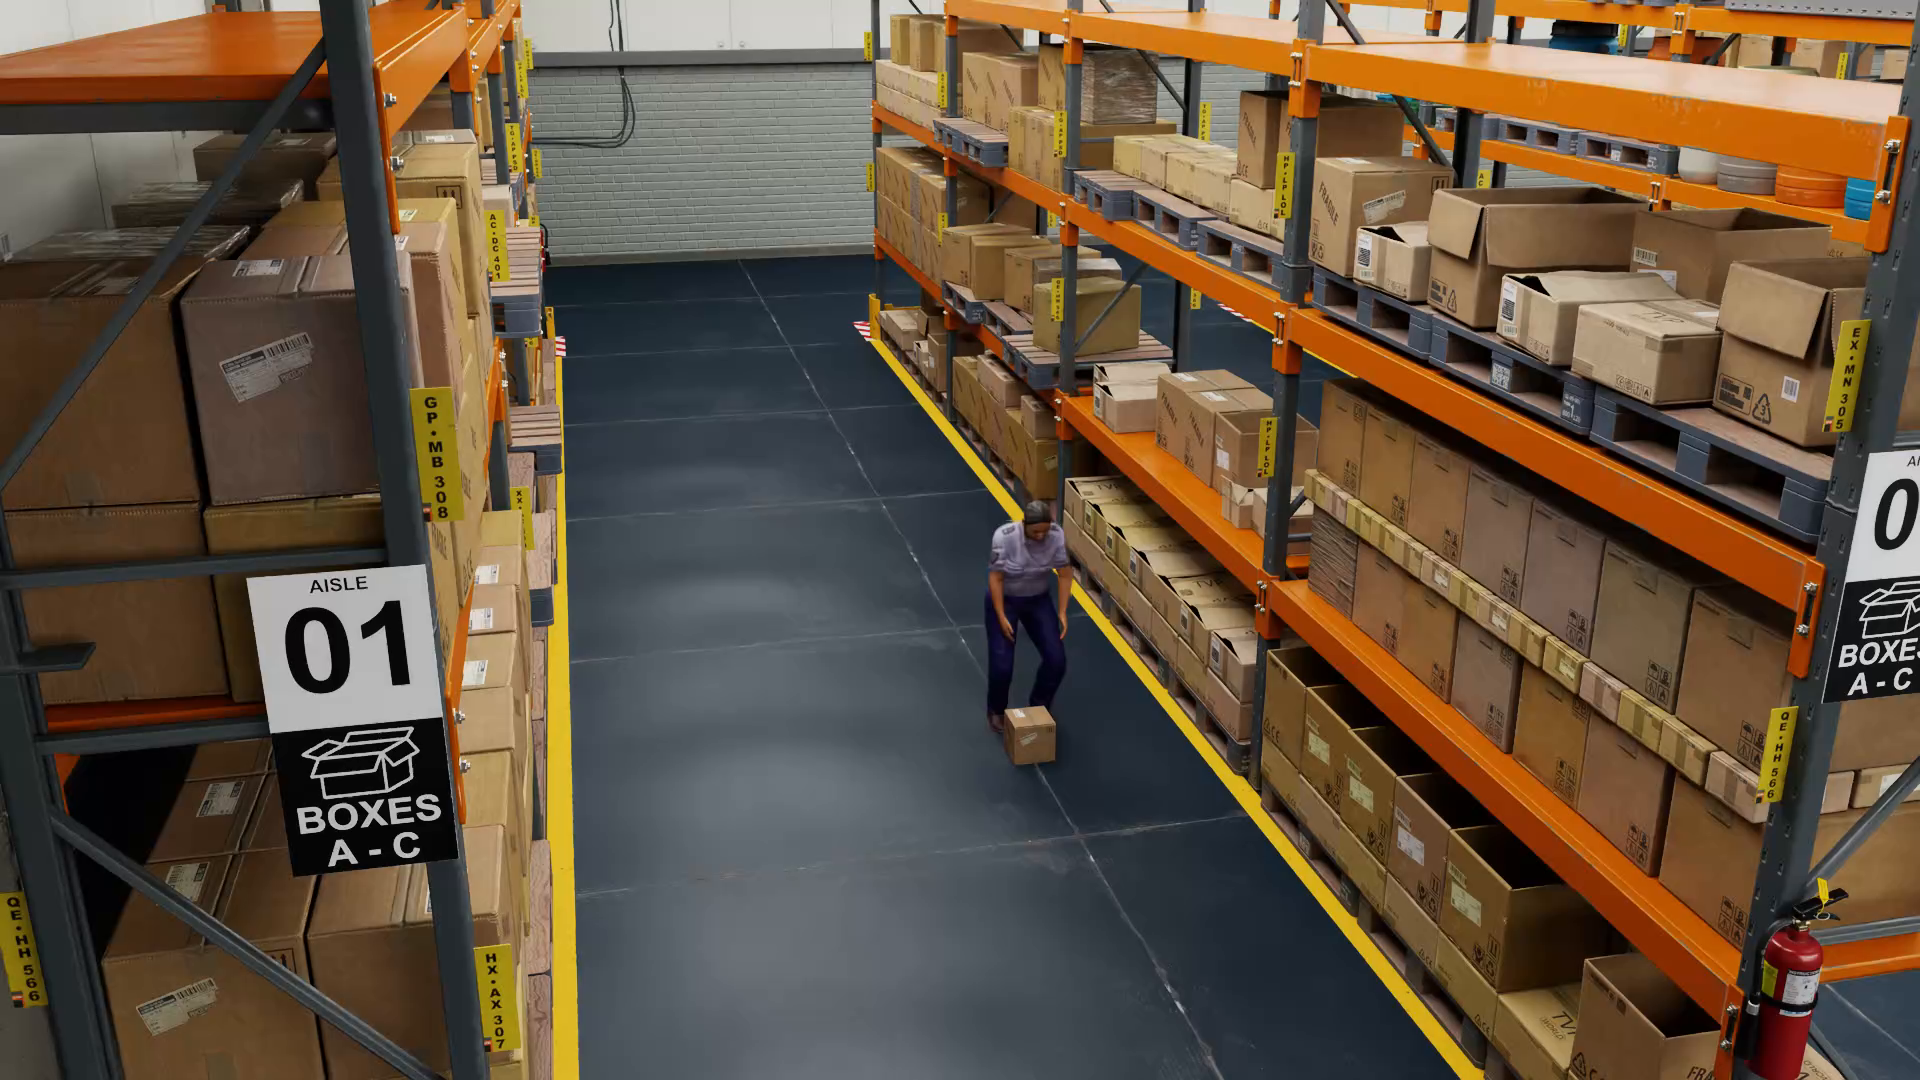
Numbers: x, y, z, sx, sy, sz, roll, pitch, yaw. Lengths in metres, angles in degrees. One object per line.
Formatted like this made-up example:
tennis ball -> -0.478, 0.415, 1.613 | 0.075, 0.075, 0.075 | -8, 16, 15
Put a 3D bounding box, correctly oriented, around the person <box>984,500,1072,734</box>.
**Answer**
person -> 0.414, 0.431, 10.119 | 0.522, 1.511, 0.529 | -4, 20, -12
